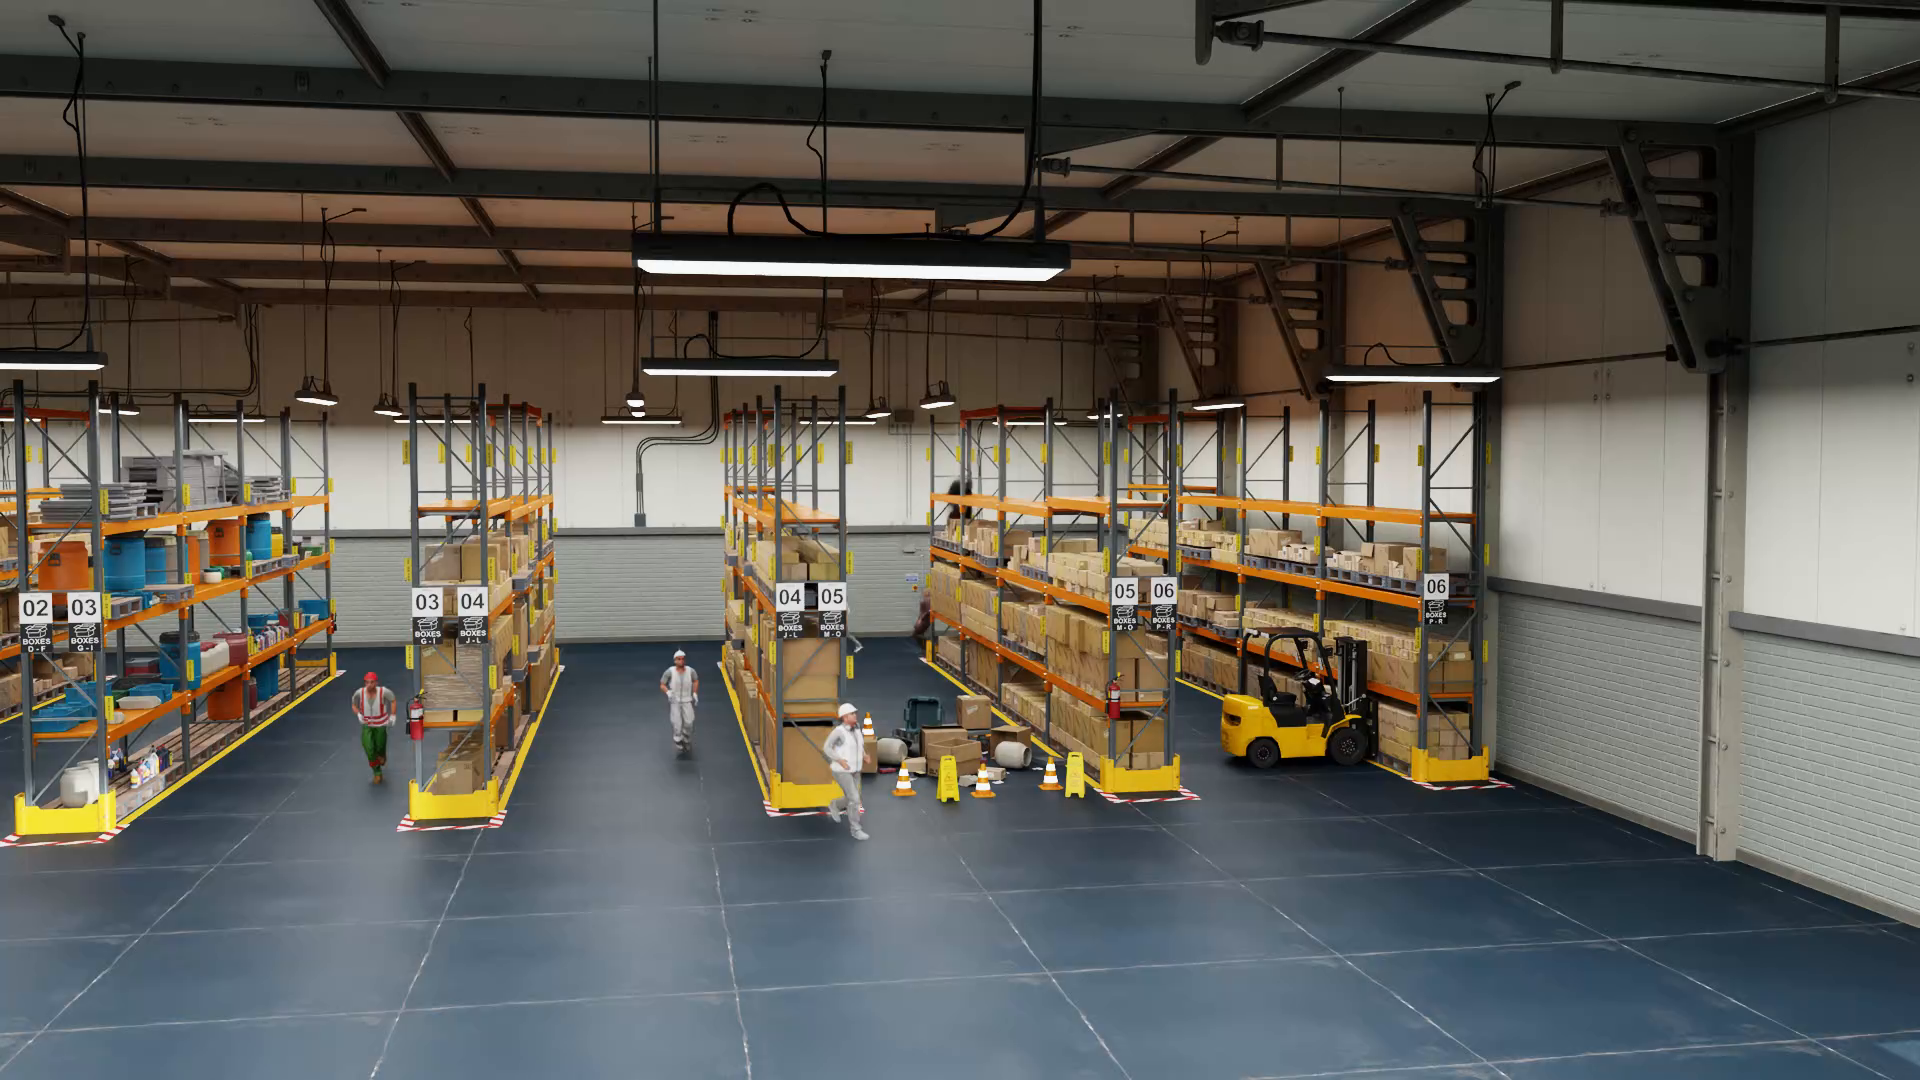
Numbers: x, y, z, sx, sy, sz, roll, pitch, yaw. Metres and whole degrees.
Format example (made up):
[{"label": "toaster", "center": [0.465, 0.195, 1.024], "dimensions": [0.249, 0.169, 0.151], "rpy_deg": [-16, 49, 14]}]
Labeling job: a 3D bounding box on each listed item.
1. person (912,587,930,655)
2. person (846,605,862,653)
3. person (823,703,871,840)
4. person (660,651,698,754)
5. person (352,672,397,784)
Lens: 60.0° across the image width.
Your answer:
[{"label": "person", "center": [-0.924, 2.042, 41.726], "dimensions": [0.547, 1.718, 0.762], "rpy_deg": [0, 3, 7]}, {"label": "person", "center": [-2.904, 2.117, 41.422], "dimensions": [0.943, 1.593, 0.538], "rpy_deg": [-1, 3, -12]}, {"label": "person", "center": [-1.523, 3.030, 21.892], "dimensions": [0.819, 1.768, 0.668], "rpy_deg": [2, 4, 37]}, {"label": "person", "center": [-4.665, 2.719, 27.702], "dimensions": [0.643, 1.747, 0.578], "rpy_deg": [-1, 3, -16]}, {"label": "person", "center": [-9.009, 2.863, 25.600], "dimensions": [0.648, 1.721, 0.780], "rpy_deg": [0, 3, -6]}]
